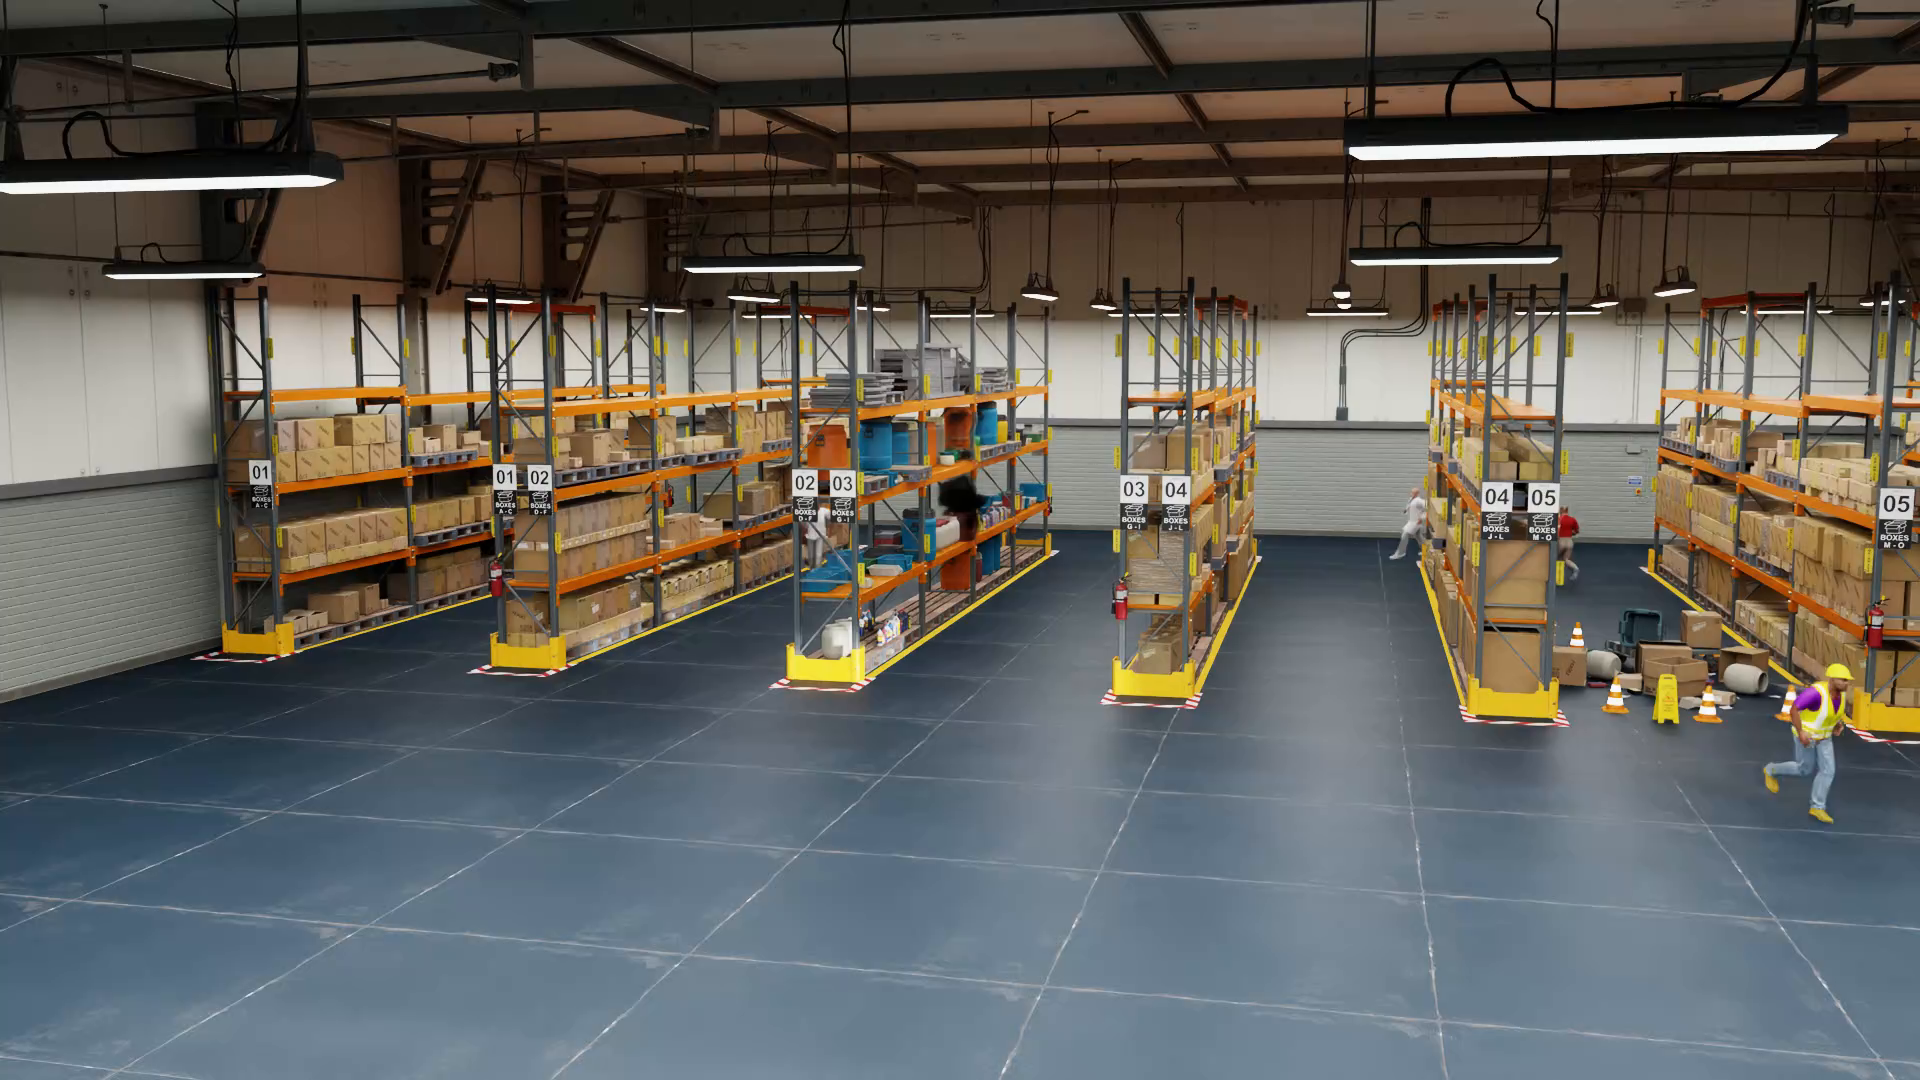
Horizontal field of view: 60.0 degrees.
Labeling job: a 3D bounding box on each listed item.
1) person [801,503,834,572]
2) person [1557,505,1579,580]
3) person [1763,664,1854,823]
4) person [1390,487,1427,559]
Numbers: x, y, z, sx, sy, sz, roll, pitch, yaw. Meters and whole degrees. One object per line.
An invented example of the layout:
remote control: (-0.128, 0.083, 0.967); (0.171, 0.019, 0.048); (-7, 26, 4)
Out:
person: (-2.919, -0.026, 33.731); (0.725, 1.801, 0.773); (0, 7, -2)
person: (12.832, 0.130, 35.325); (0.672, 1.734, 0.815); (-1, 7, -11)
person: (9.161, 2.128, 17.962); (0.709, 1.709, 0.984); (-4, 7, -28)
person: (10.814, -0.390, 39.530); (1.030, 1.752, 0.811); (0, 7, -1)
